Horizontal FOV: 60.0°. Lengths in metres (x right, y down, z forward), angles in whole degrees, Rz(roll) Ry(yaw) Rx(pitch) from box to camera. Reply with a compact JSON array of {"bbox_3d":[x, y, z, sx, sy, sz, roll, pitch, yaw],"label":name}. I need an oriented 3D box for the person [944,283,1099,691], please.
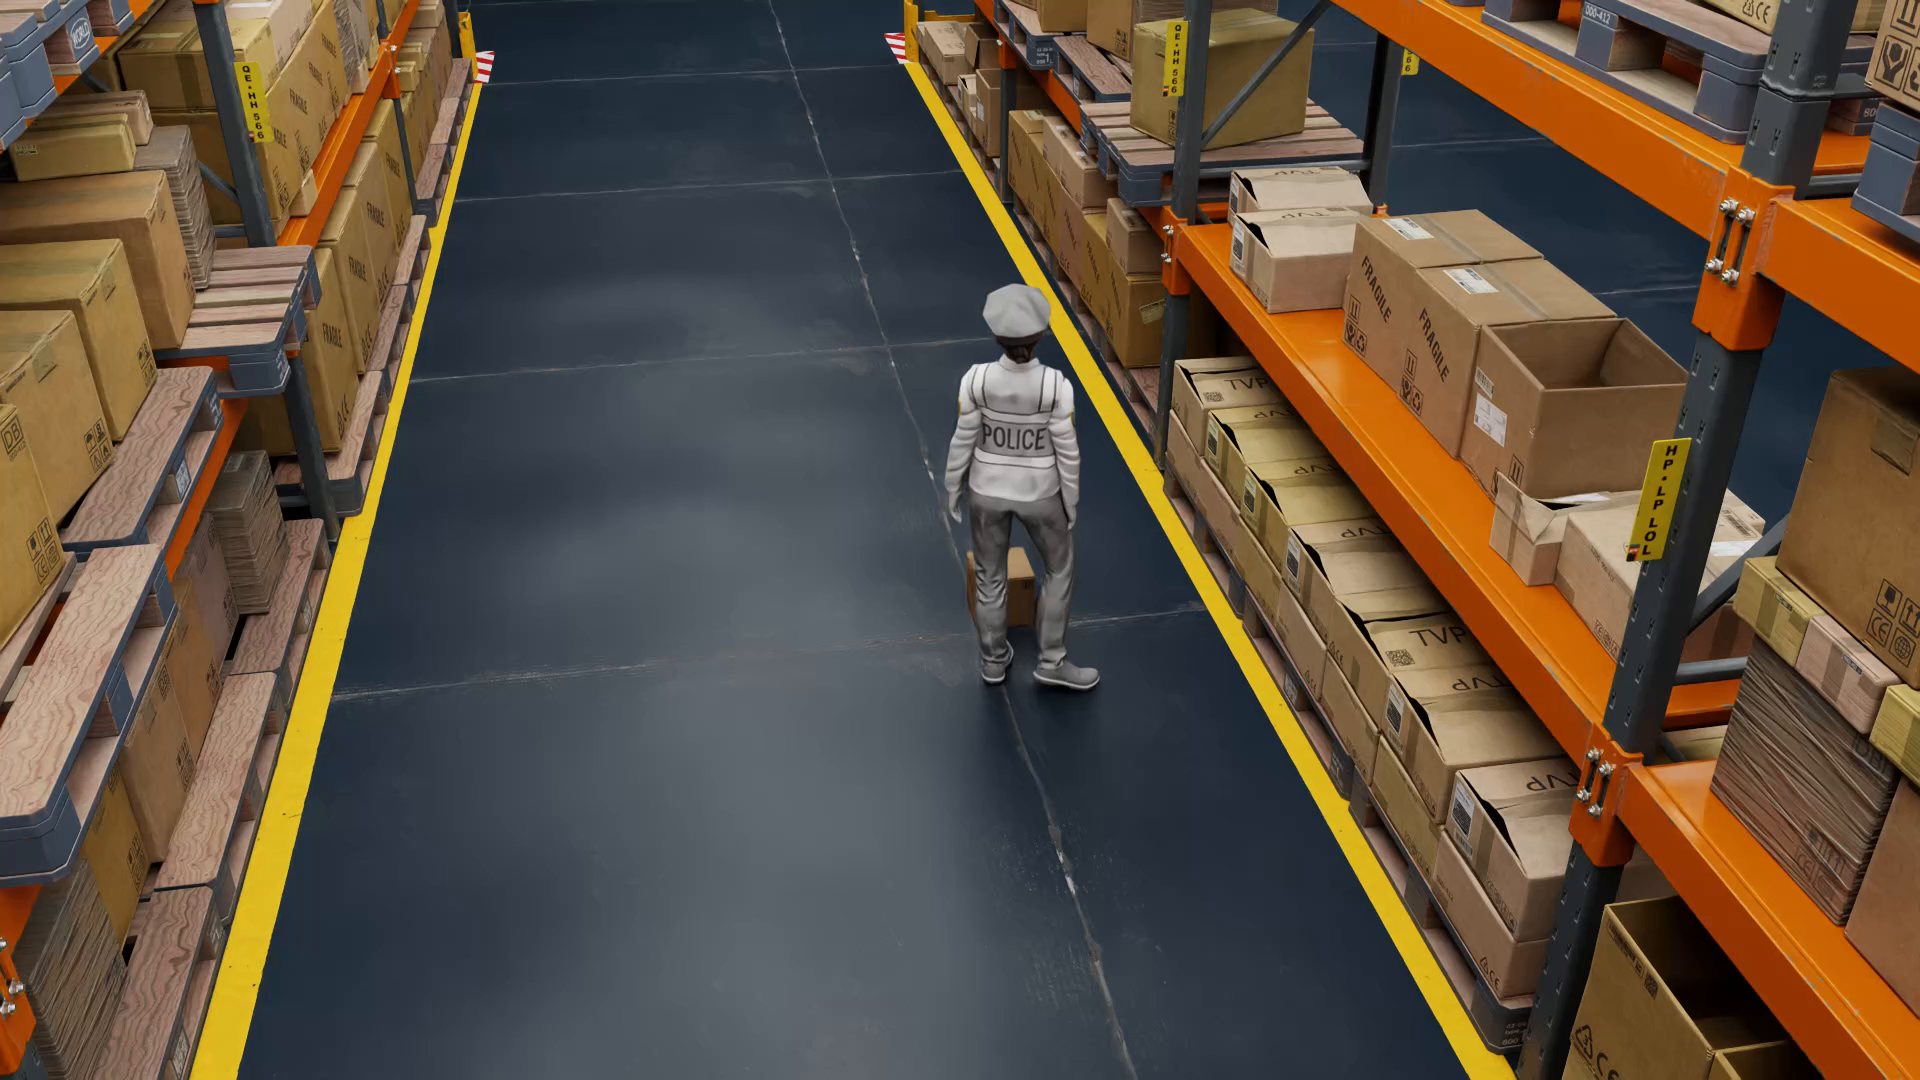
[{"bbox_3d":[0.253,-0.173,6.383,0.635,1.698,0.365,4,31,7],"label":"person"}]
